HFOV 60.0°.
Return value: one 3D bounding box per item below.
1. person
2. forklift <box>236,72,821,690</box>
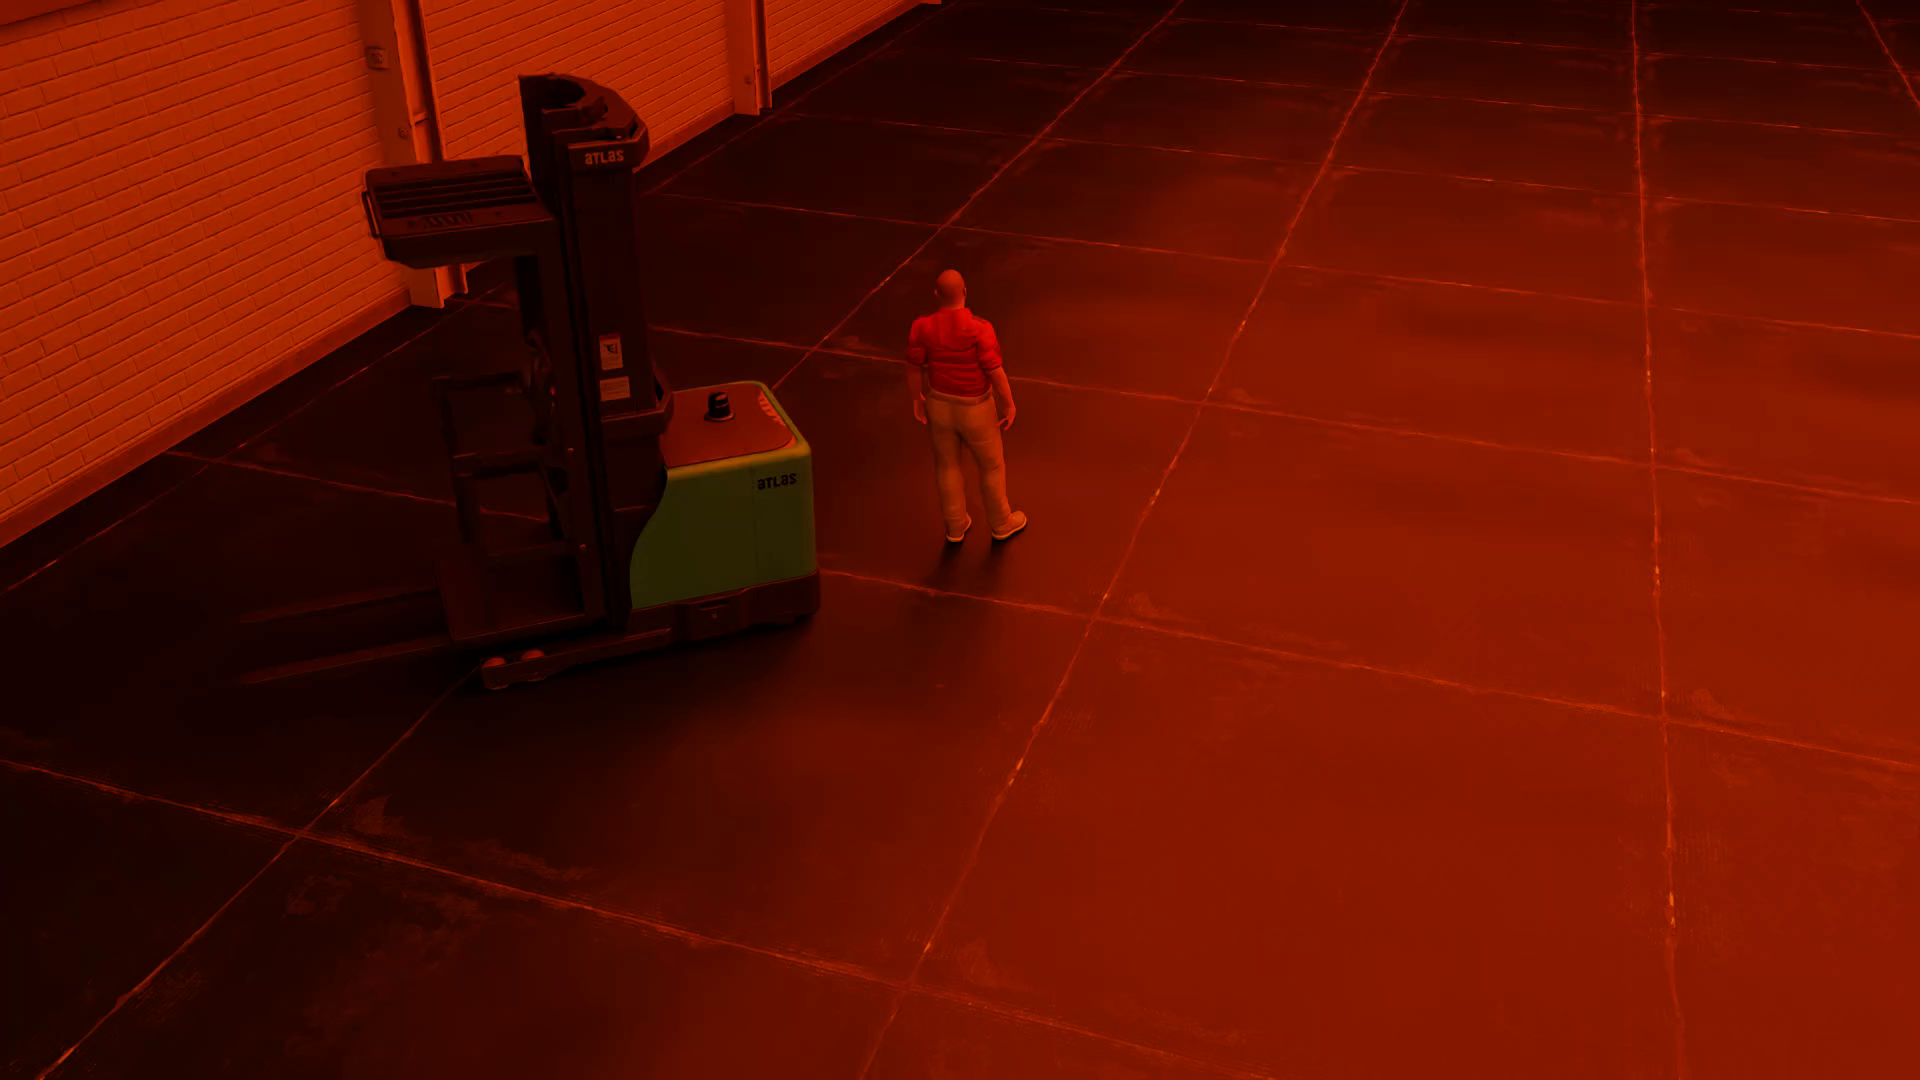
[{"bbox_3d":[0.040,-0.798,9.735,0.642,1.728,0.550,10,31,16],"label":"person"},{"bbox_3d":[-2.347,-0.785,8.513,3.031,2.935,1.130,-11,32,-19],"label":"forklift"}]
